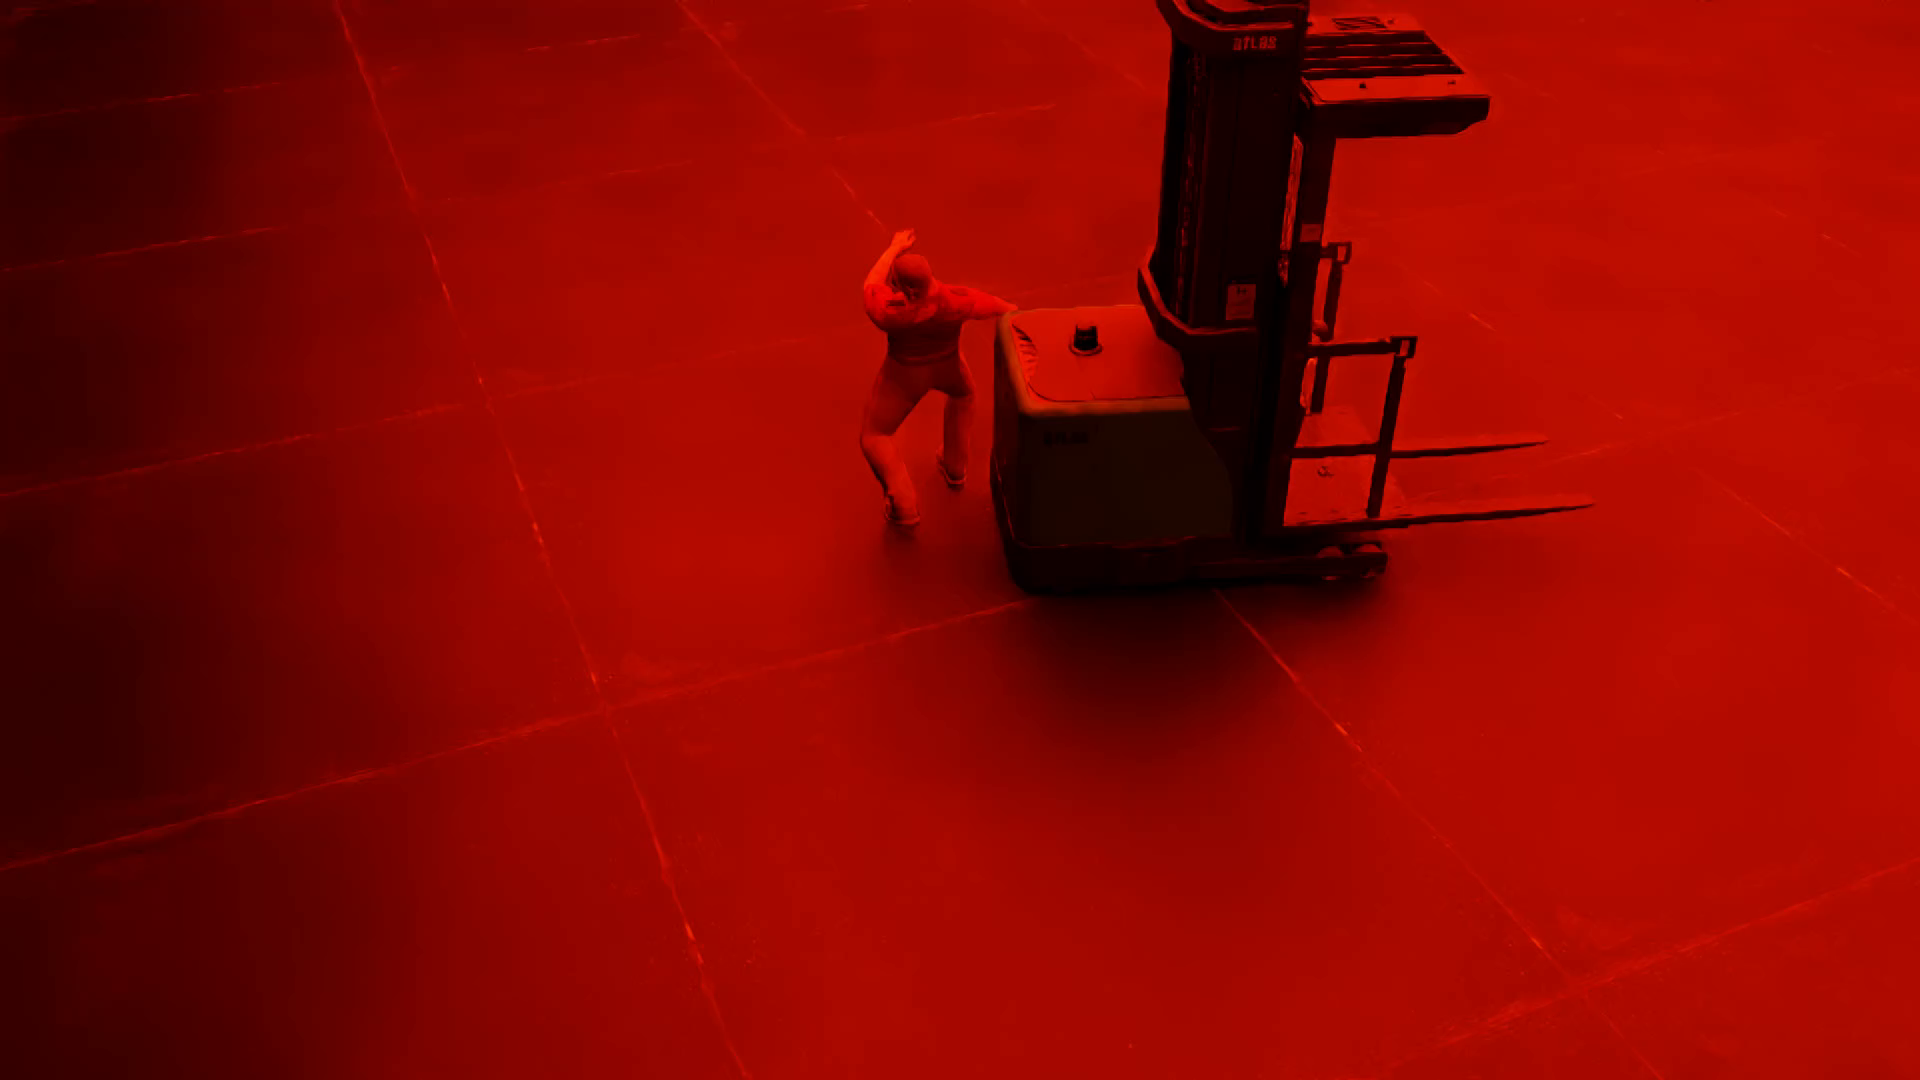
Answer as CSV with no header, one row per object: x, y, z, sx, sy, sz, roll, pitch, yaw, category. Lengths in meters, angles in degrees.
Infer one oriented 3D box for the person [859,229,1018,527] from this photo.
-0.098,-0.928,8.587,0.953,1.502,0.811,-18,39,-24,person

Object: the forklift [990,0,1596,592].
1.715,-1.297,7.922,3.031,2.935,1.130,-4,36,-5,forklift
